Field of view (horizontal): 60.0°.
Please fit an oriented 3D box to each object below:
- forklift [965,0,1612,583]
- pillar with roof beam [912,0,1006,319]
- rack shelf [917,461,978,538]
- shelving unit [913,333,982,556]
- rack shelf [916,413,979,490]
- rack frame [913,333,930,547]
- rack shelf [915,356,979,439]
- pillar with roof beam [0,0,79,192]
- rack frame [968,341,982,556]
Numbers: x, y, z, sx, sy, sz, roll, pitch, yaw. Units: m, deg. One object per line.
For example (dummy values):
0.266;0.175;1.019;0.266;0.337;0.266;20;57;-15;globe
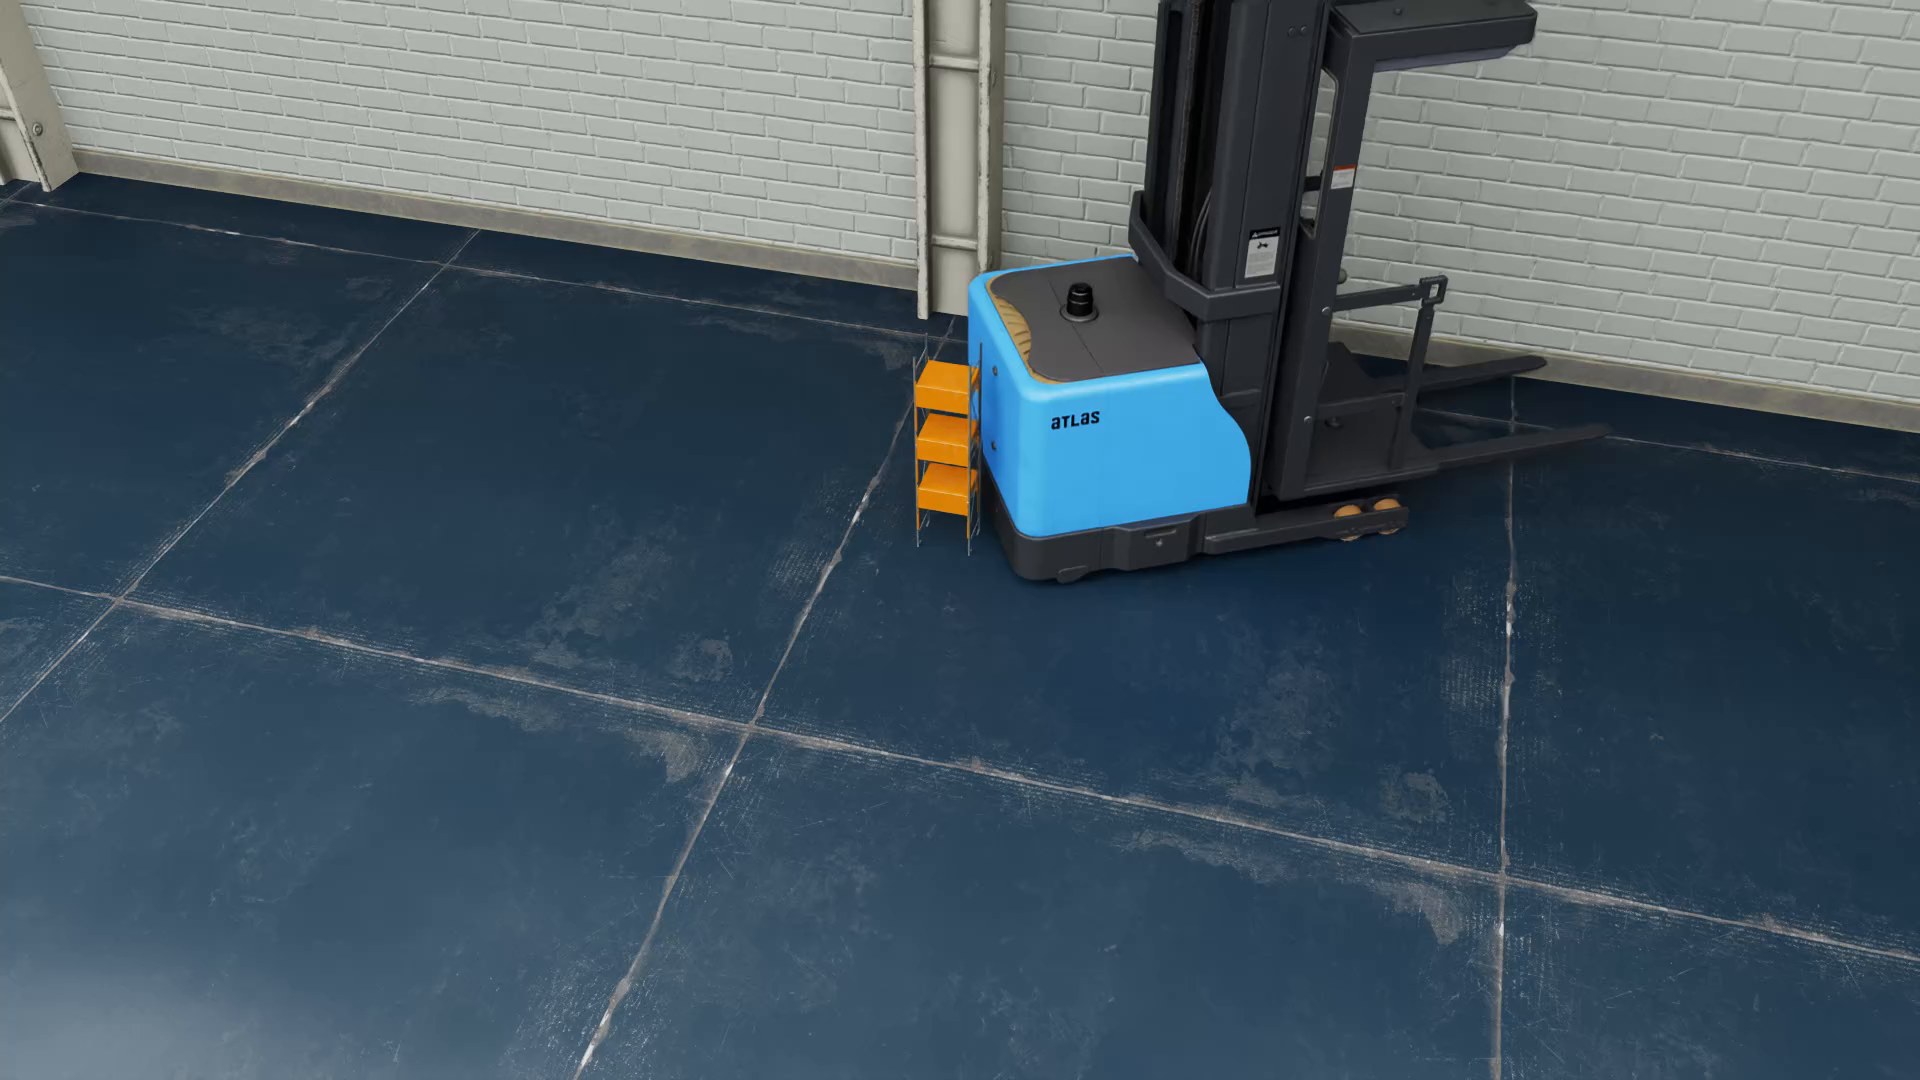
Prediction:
1.599;-1.439;7.185;3.031;2.935;1.130;-9;41;-11;forklift
-1.116;-2.065;3.212;0.400;9.000;9.100;10;41;11;pillar with roof beam
-0.052;-0.190;7.608;0.240;0.259;0.215;10;41;11;rack shelf
-0.052;-0.411;7.423;0.252;1.050;0.215;10;41;11;shelving unit
-0.052;-0.403;7.430;0.240;0.259;0.215;10;41;11;rack shelf
-0.170;-0.431;7.447;0.008;1.050;0.200;10;41;11;rack frame
-0.052;-0.620;7.247;0.240;0.259;0.215;10;41;11;rack shelf
-6.912;-3.062;4.399;0.400;9.000;9.100;10;41;11;pillar with roof beam
0.066;-0.391;7.399;0.008;1.050;0.200;10;41;11;rack frame
